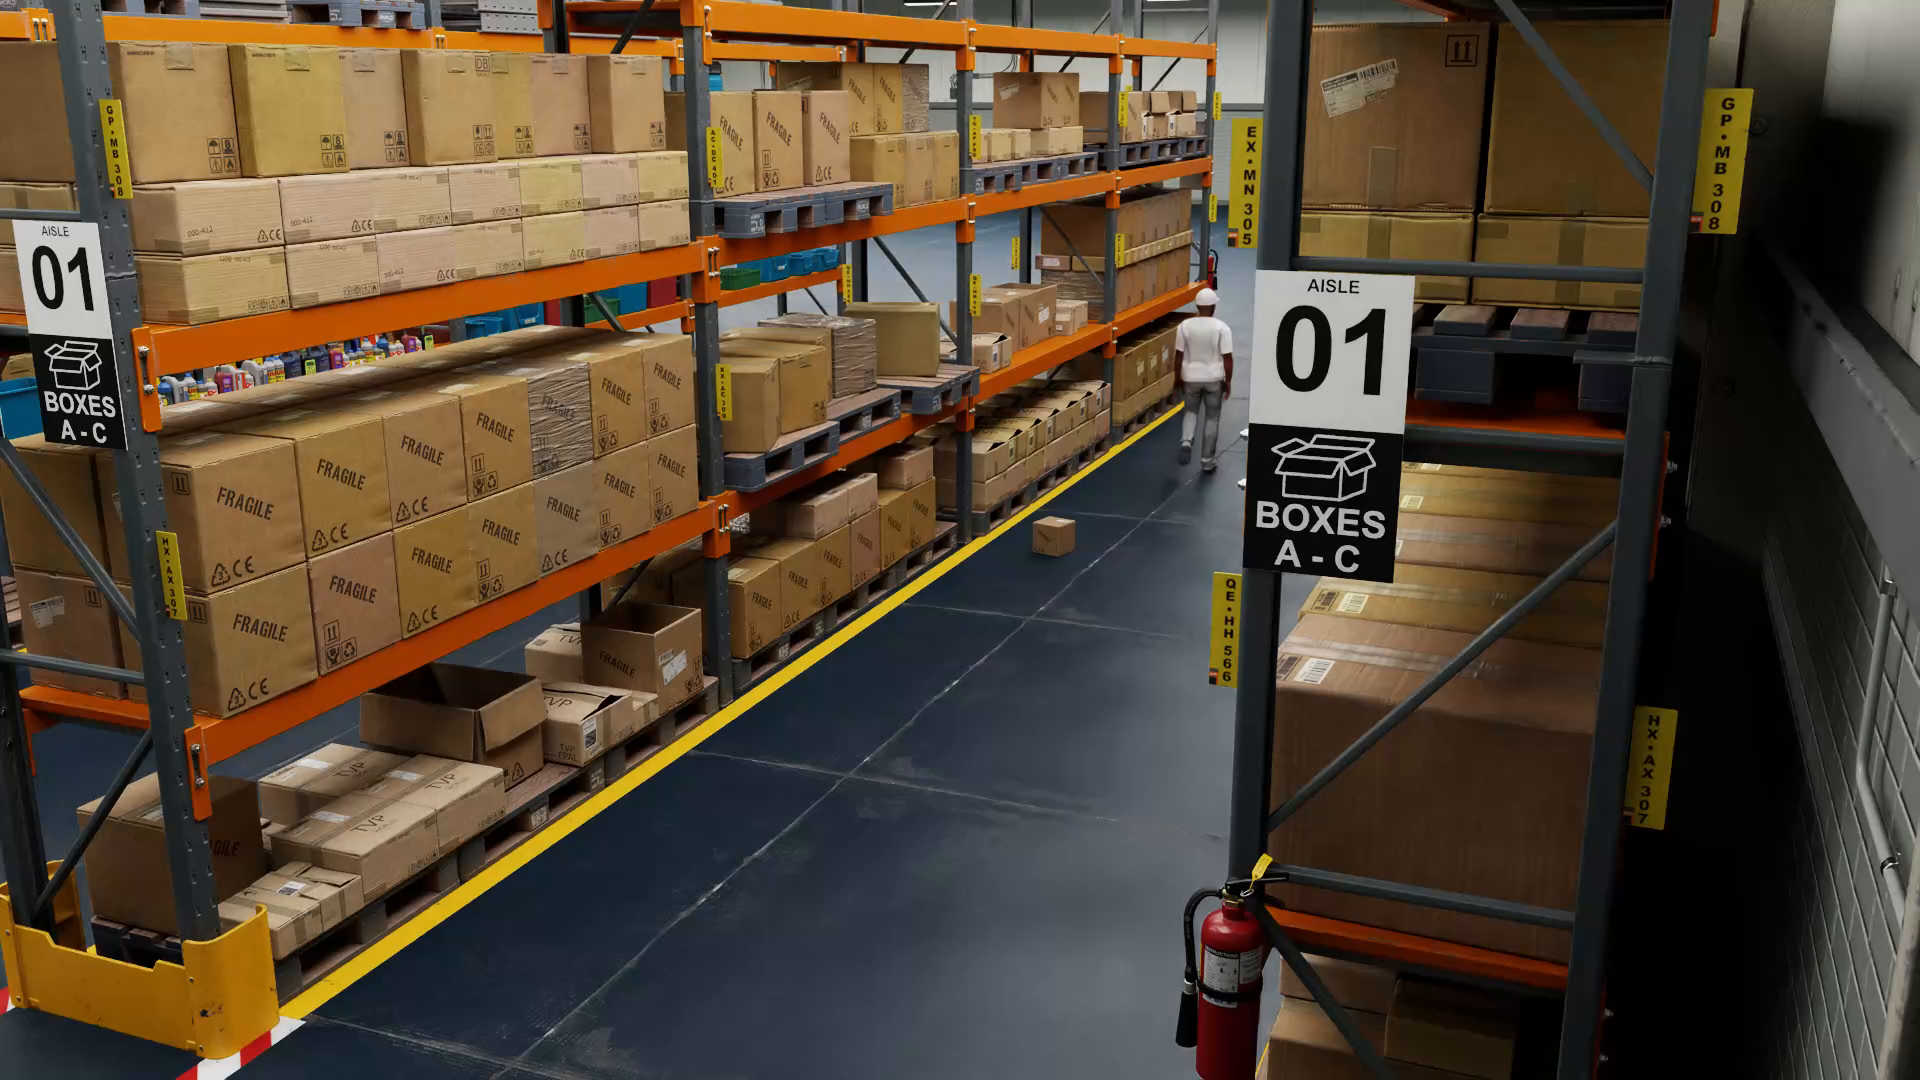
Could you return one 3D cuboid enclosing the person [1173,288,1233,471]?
[{"bbox_3d":[2.329,-1.536,16.001,0.586,1.758,0.548,6,17,22],"label":"person"}]
